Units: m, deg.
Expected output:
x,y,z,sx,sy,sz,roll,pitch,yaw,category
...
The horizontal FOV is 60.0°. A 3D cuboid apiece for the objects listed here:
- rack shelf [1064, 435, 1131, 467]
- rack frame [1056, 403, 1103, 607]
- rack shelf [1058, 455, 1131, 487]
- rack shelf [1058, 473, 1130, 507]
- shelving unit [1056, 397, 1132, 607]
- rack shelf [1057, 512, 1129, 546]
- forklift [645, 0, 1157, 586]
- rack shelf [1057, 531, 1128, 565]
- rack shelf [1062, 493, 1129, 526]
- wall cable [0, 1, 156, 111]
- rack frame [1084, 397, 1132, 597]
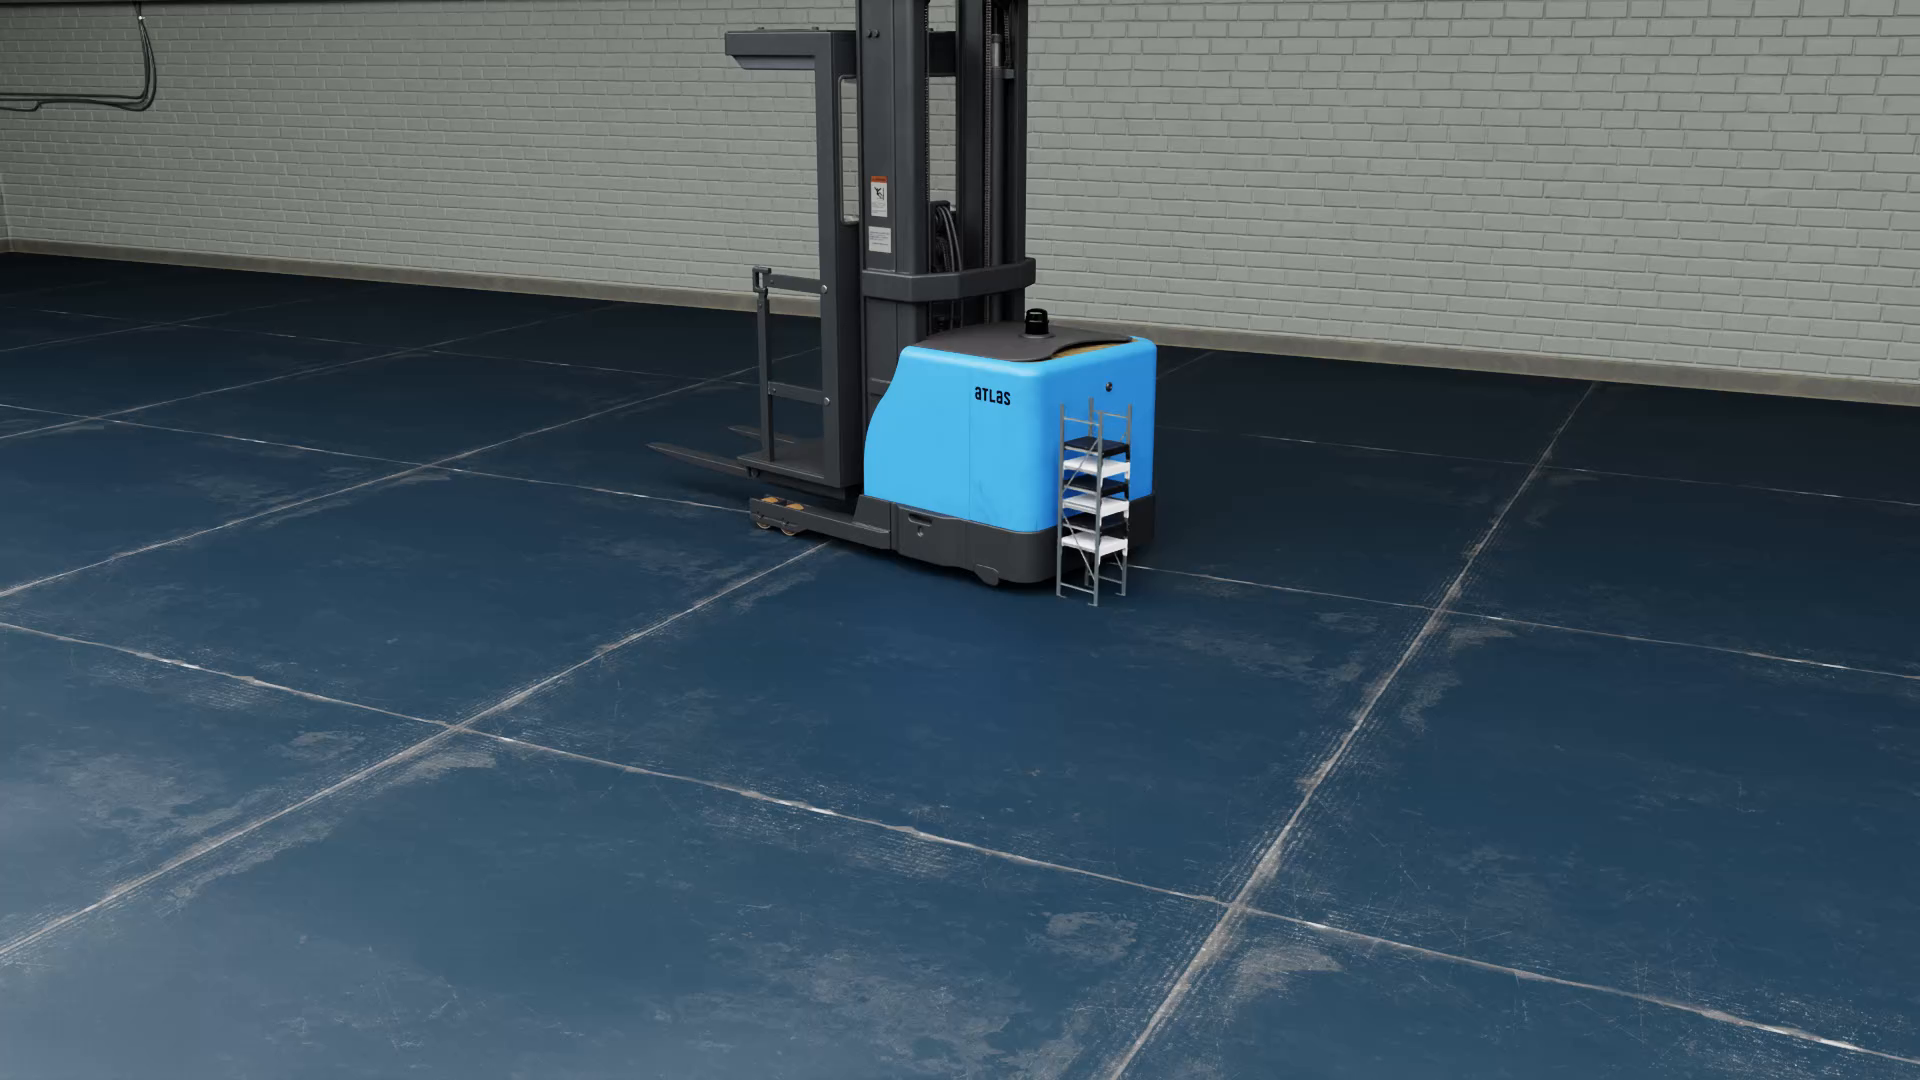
x,y,z,sx,sy,sz,roll,pitch,yaw,category
0.605,-0.401,7.462,0.258,0.077,0.200,15,22,41,rack shelf
0.535,-0.154,7.458,0.240,0.900,0.006,15,22,41,rack frame
0.605,-0.315,7.487,0.258,0.077,0.200,15,22,41,rack shelf
0.605,-0.229,7.513,0.258,0.077,0.200,15,22,41,rack shelf
0.605,-0.174,7.529,0.258,0.900,0.210,15,22,41,shelving unit
0.604,-0.056,7.563,0.258,0.077,0.200,15,22,41,rack shelf
-0.467,-1.524,8.509,3.031,2.935,1.130,14,22,40,forklift
0.604,0.030,7.589,0.258,0.077,0.200,15,22,41,rack shelf
0.604,-0.142,7.538,0.258,0.077,0.200,15,22,41,rack shelf
-10.401,-6.188,19.007,3.097,2.526,0.112,8,18,25,wall cable
0.675,-0.195,7.599,0.240,0.900,0.006,15,22,41,rack frame
